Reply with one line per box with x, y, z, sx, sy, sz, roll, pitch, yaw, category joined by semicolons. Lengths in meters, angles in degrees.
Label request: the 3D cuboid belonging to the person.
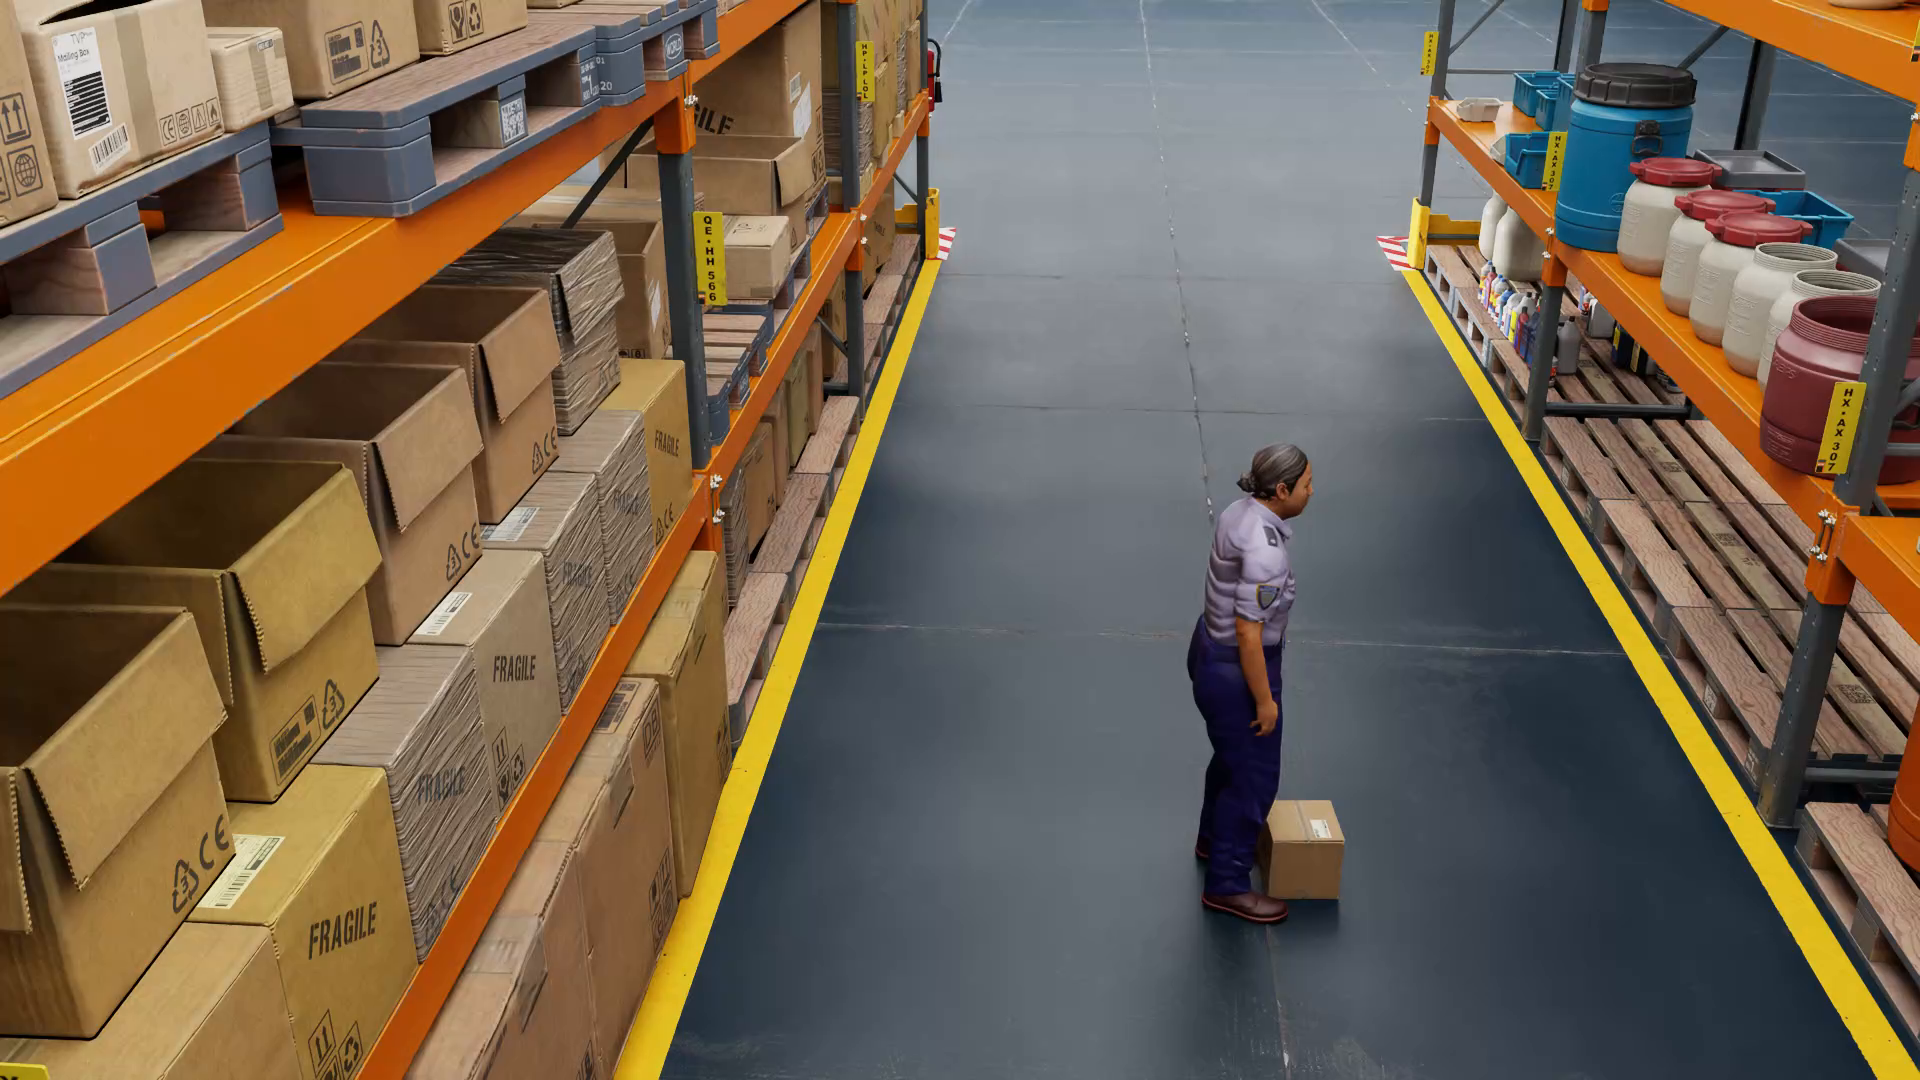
0.968;0.456;5.624;0.377;1.651;0.561;0;25;1;person
